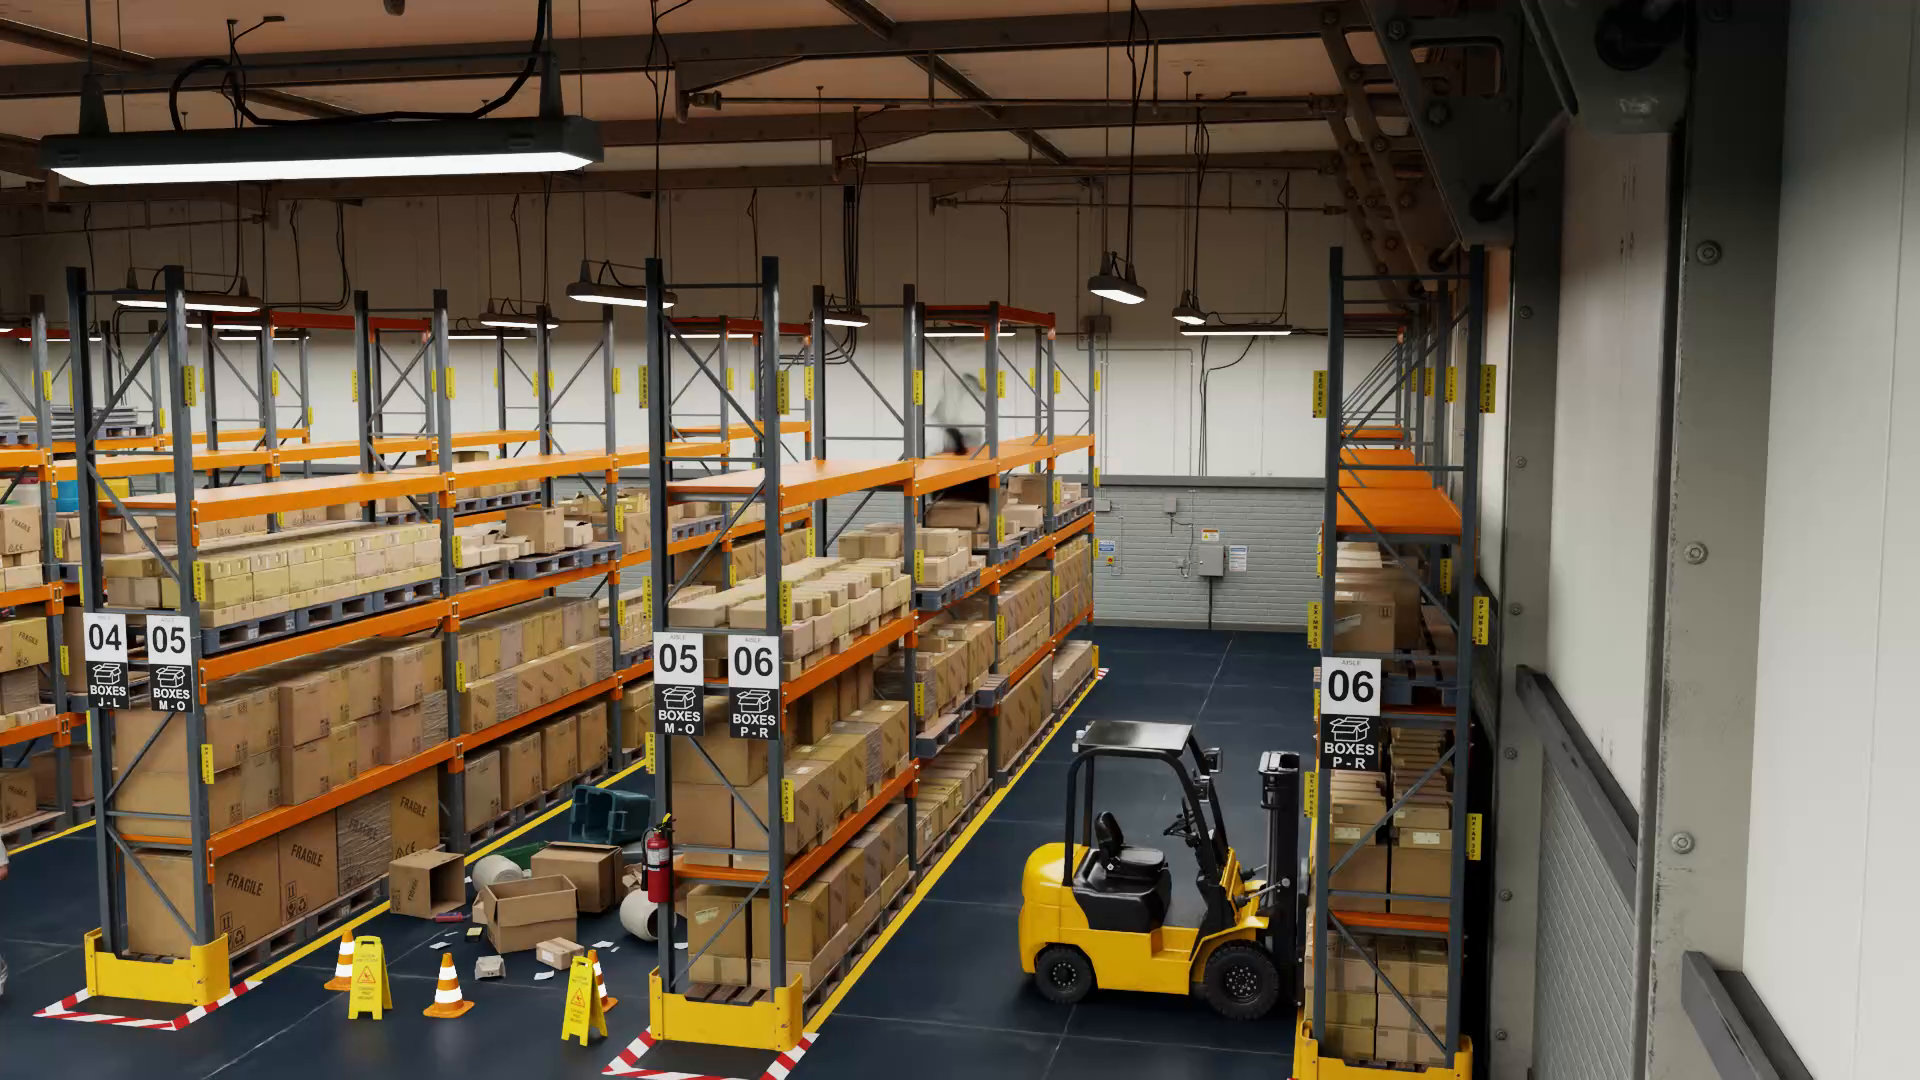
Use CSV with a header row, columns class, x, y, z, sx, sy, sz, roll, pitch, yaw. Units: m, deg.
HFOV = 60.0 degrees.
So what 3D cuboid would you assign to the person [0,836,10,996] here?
class,x,y,z,sx,sy,sz,roll,pitch,yaw
person,-7.928,2.941,13.246,0.690,1.798,0.957,-1,6,-7
